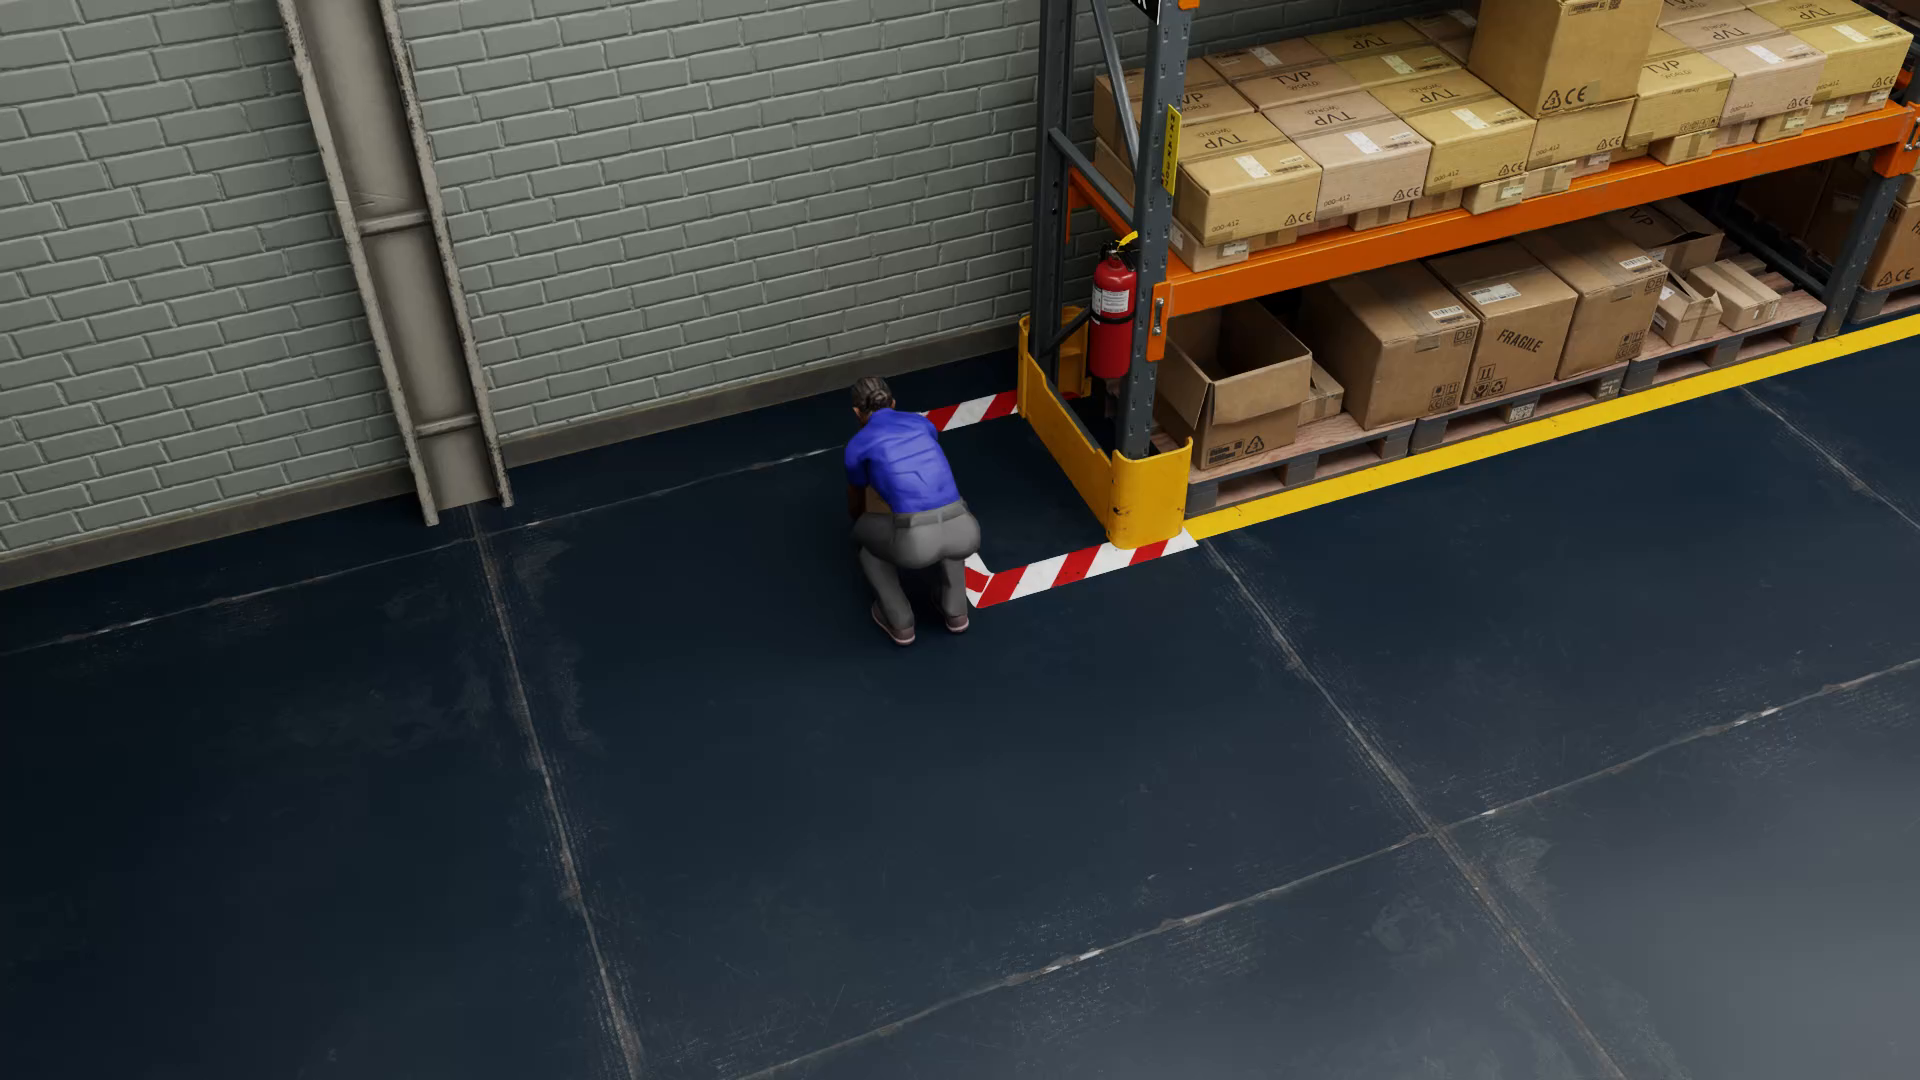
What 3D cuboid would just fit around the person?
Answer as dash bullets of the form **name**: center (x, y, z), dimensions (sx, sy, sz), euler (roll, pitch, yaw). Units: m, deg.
- **person**: center (-0.224, -0.109, 6.829), dimensions (0.470, 0.938, 0.863), euler (-16, 44, -17)
